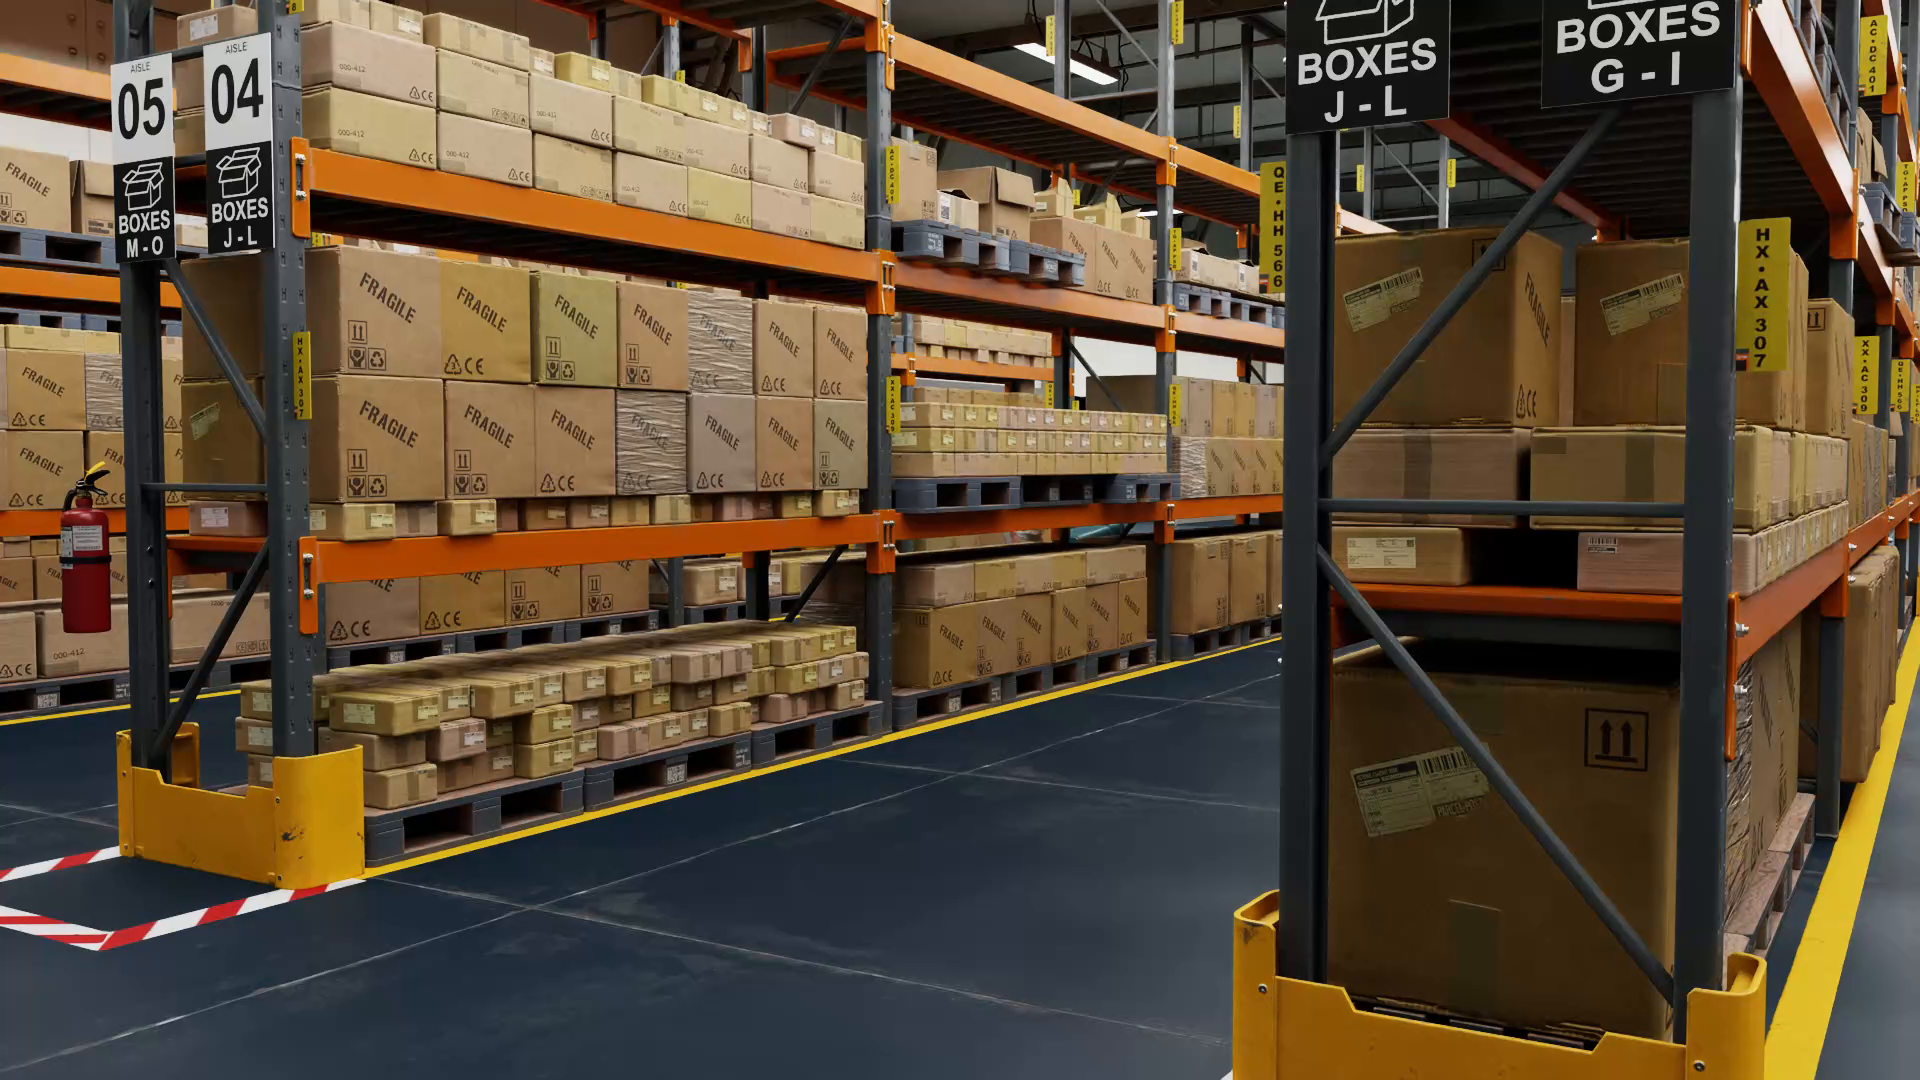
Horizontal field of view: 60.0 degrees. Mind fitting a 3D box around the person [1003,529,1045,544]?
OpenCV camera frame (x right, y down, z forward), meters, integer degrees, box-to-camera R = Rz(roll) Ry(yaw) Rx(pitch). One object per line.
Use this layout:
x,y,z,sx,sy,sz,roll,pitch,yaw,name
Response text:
0.645,-0.043,16.348,0.393,1.759,0.528,2,3,32,person
